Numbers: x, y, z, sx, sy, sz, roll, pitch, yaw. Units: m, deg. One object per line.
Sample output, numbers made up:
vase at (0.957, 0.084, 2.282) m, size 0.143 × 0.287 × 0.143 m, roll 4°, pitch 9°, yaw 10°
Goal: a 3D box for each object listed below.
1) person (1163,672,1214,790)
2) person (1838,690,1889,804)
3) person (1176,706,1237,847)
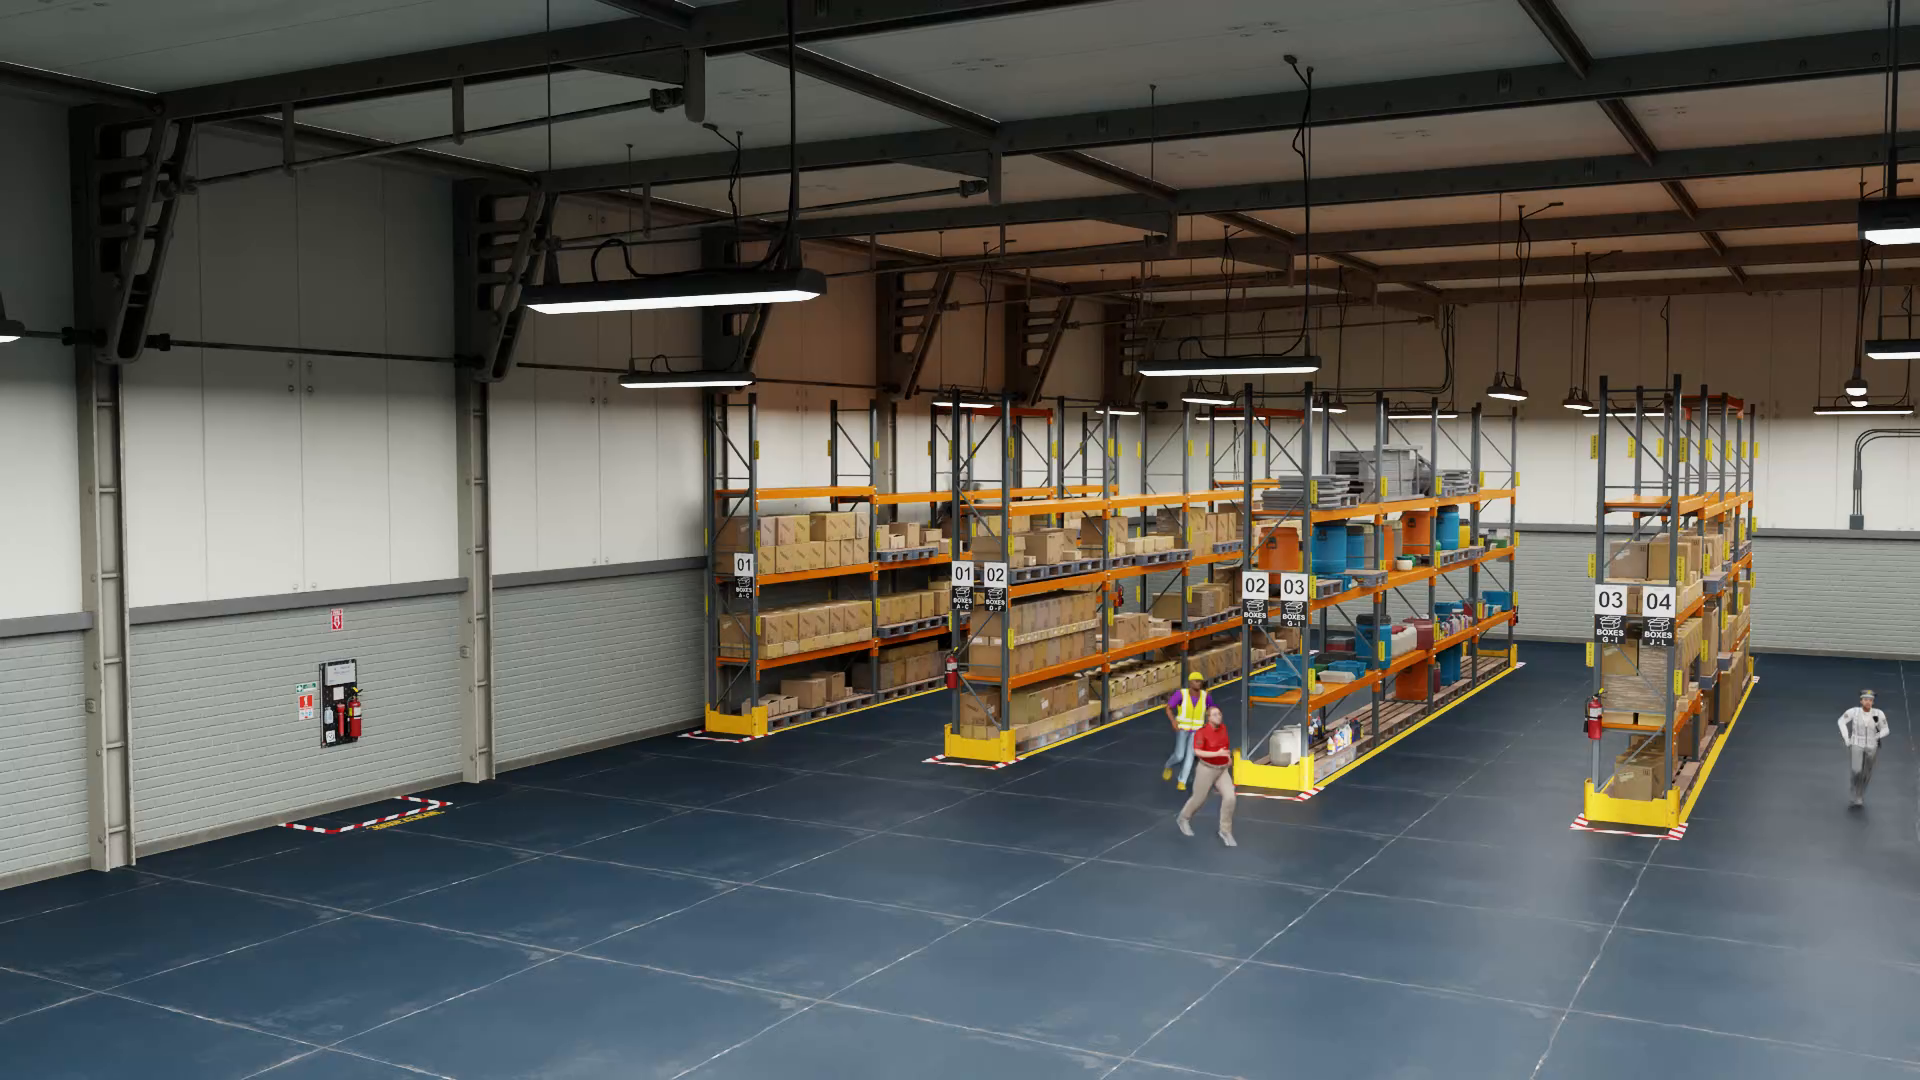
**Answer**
person at (3.433, 2.813, 24.686) m, size 0.745 × 1.711 × 0.698 m, roll 0°, pitch 3°, yaw -7°
person at (12.661, 2.904, 23.278) m, size 0.611 × 1.650 × 0.630 m, roll 1°, pitch 3°, yaw 20°
person at (3.200, 3.004, 21.252) m, size 0.674 × 1.788 × 0.927 m, roll -2°, pitch 4°, yaw -30°
